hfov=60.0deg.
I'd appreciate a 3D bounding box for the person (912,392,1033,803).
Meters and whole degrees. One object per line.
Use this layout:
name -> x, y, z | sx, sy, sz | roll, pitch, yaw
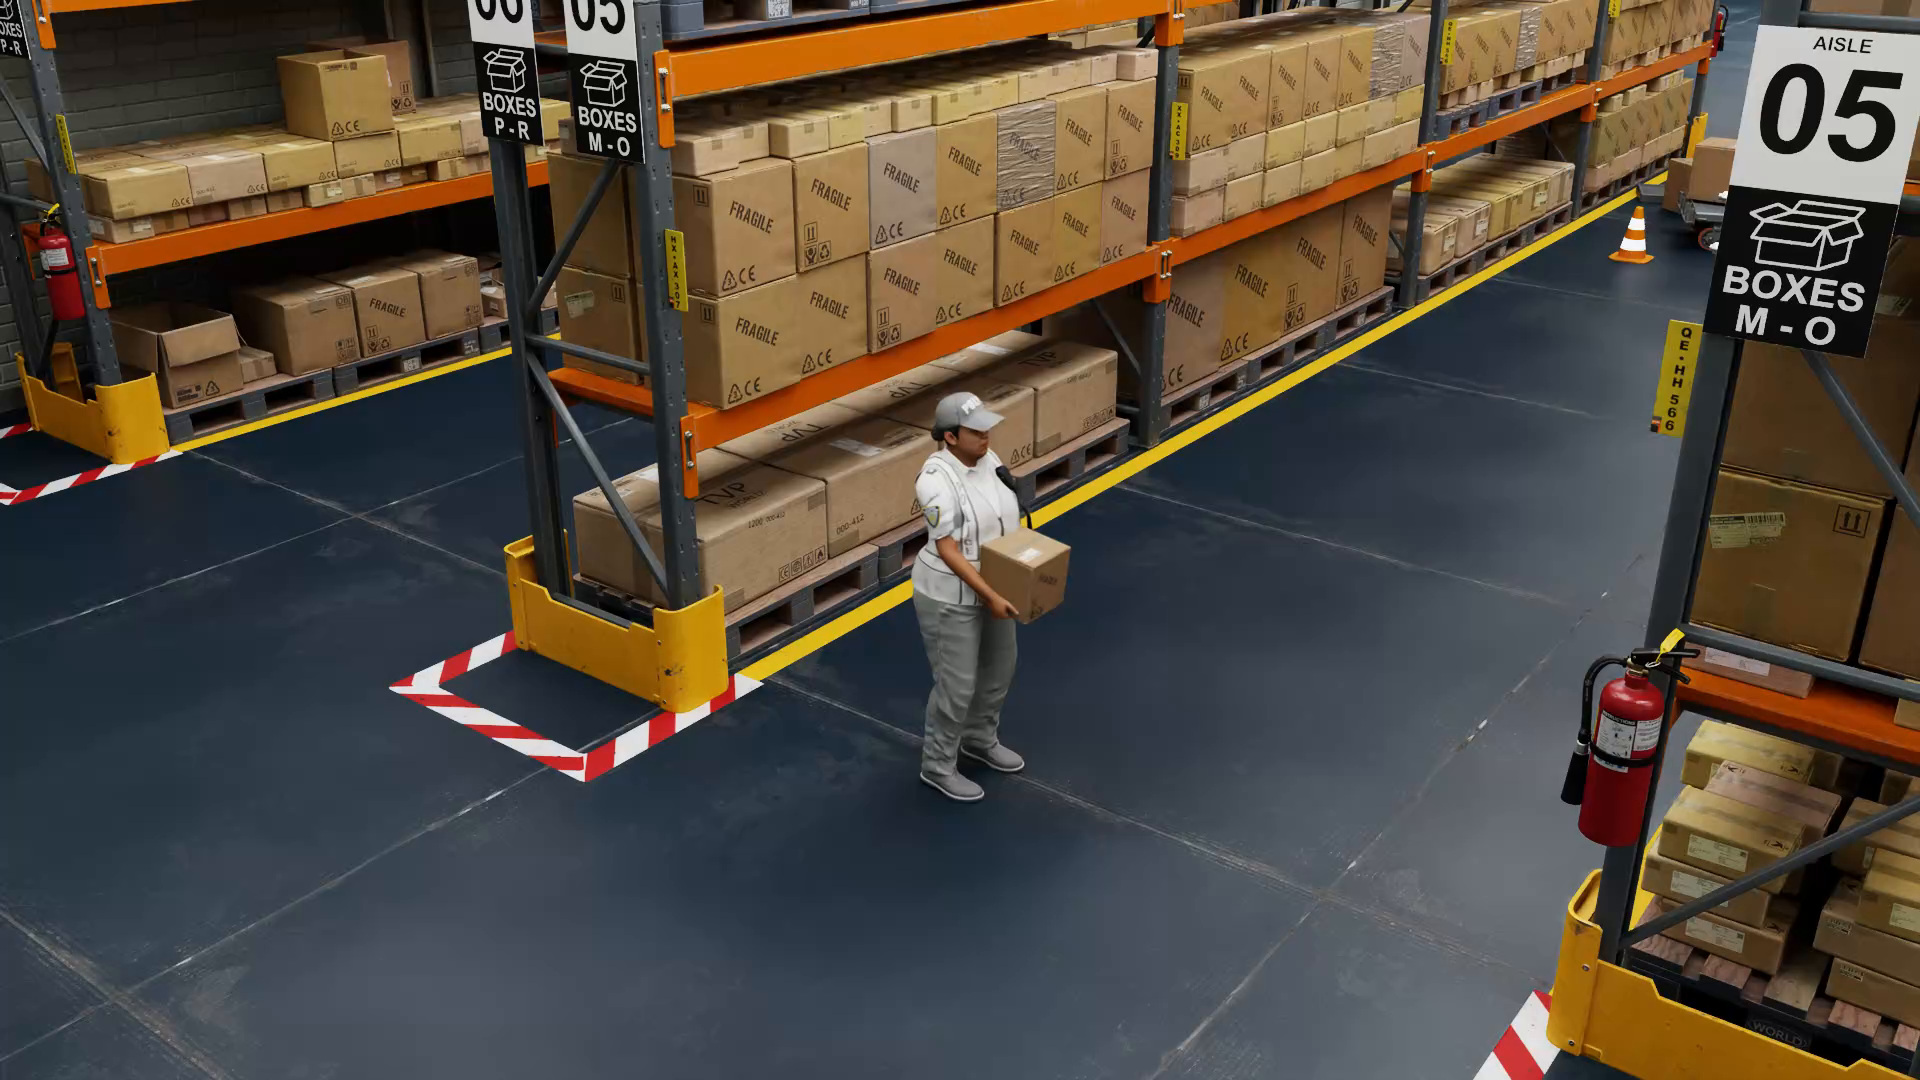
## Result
person -> 0.094, 0.233, 6.579 | 0.541, 1.656, 0.453 | 17, 29, 34
